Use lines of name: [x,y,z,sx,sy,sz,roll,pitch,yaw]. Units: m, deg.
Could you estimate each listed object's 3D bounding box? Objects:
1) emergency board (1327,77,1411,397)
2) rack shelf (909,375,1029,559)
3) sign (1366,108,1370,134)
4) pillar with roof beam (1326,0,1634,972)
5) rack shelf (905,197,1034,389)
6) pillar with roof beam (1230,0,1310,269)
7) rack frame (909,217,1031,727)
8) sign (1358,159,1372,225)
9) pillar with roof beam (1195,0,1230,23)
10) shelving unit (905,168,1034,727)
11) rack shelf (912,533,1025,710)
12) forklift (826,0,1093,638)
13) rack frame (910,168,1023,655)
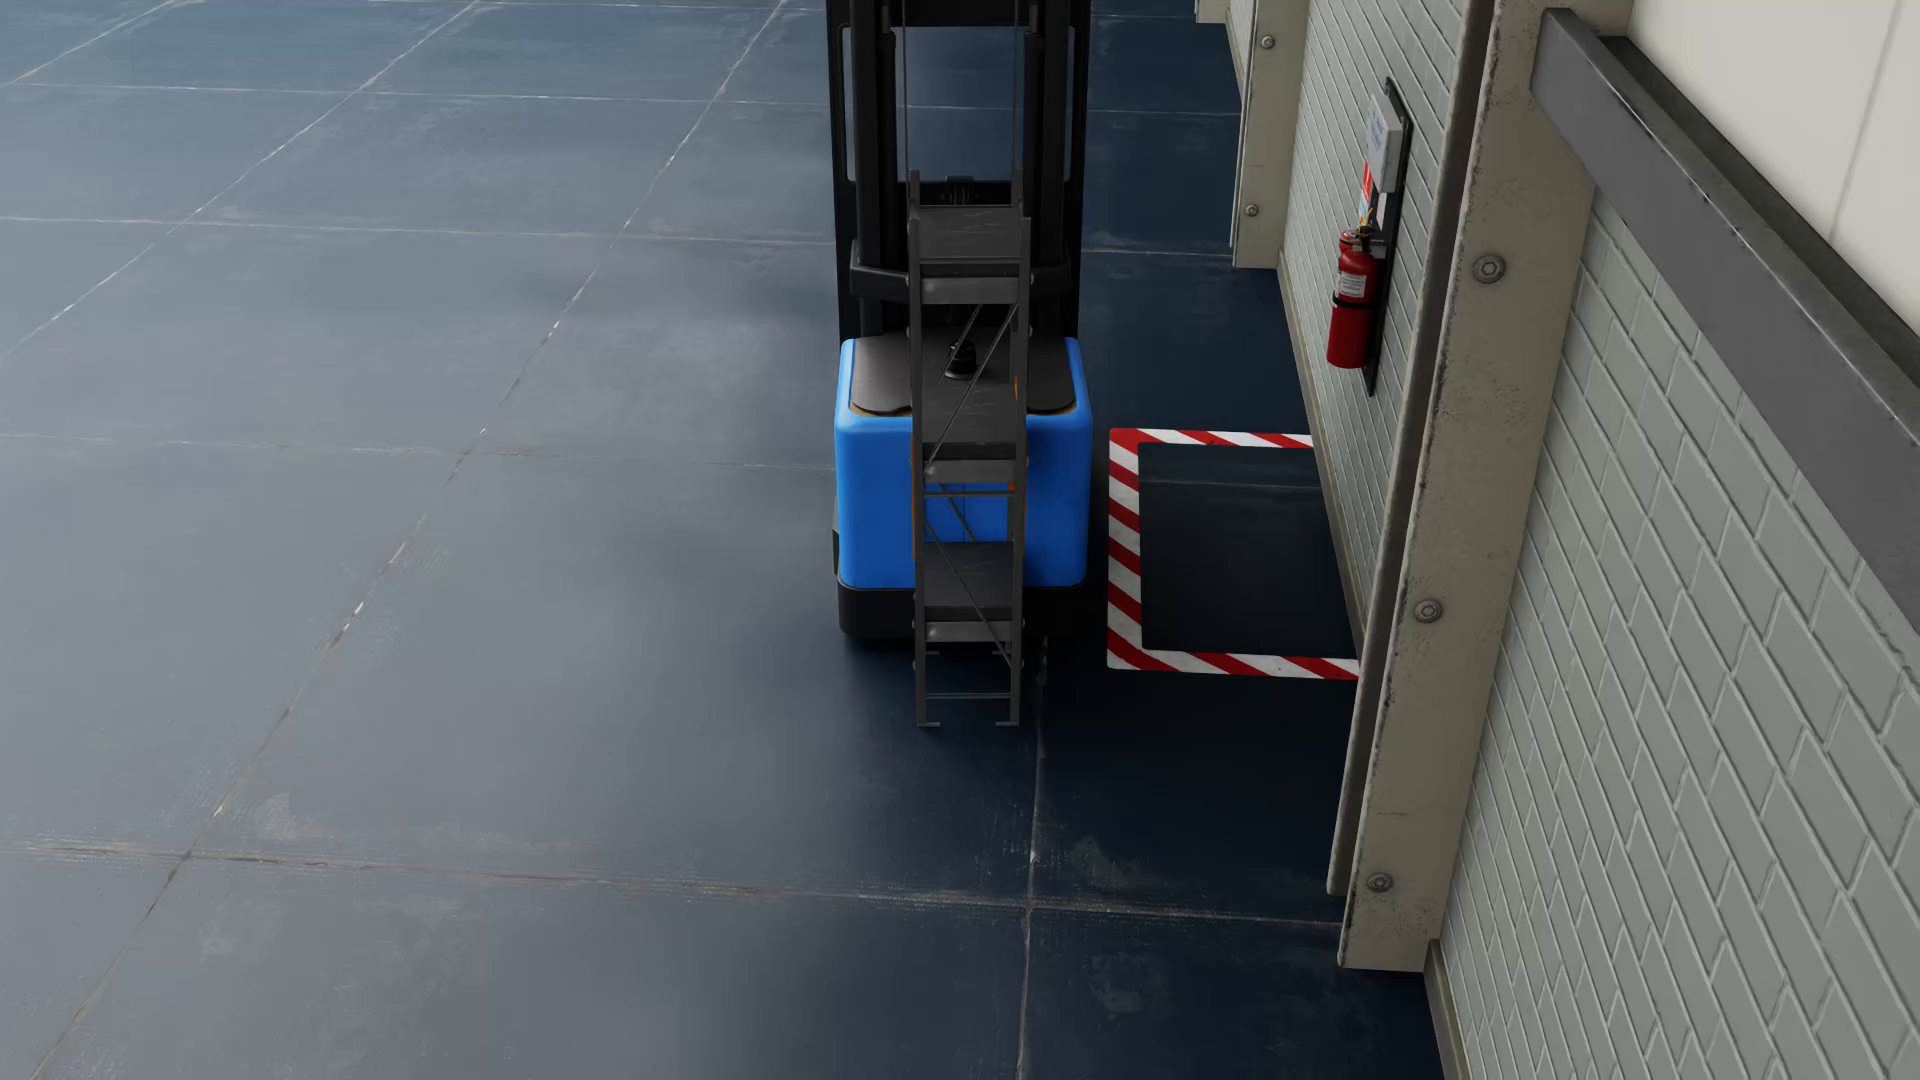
emergency board: [1.656,-1.260,6.935,0.194,1.169,0.643,2,32,4]
rack shelf: [0.028,-0.278,6.226,0.431,0.518,0.480,-1,32,-1]
sign: [1.795,-1.783,7.246,0.001,0.109,0.331,2,32,4]
pillar with roof beam: [-2.874,-2.707,3.566,9.100,9.000,0.400,2,32,4]
rack shelf: [0.028,-0.874,5.859,0.431,0.518,0.480,-1,32,-1]
pillar with roof beam: [-2.385,-5.845,8.656,9.100,9.000,0.400,2,32,4]
rack frame: [0.033,-0.162,6.011,0.400,2.100,0.015,-1,32,-1]
sign: [1.804,-1.560,7.388,0.001,0.329,0.234,2,32,4]
pillar with roof beam: [-1.897,-8.982,13.747,9.100,9.000,0.400,2,32,4]
shelving unit: [0.028,-0.290,6.219,0.431,2.100,0.503,-1,32,-1]
rack shelf: [0.028,0.318,6.593,0.431,0.518,0.480,-1,32,-1]
forklift: [-0.012,-1.575,7.512,1.130,2.935,3.031,-1,32,-1]
rack frame: [0.023,-0.418,6.427,0.400,2.100,0.015,-1,32,-1]
